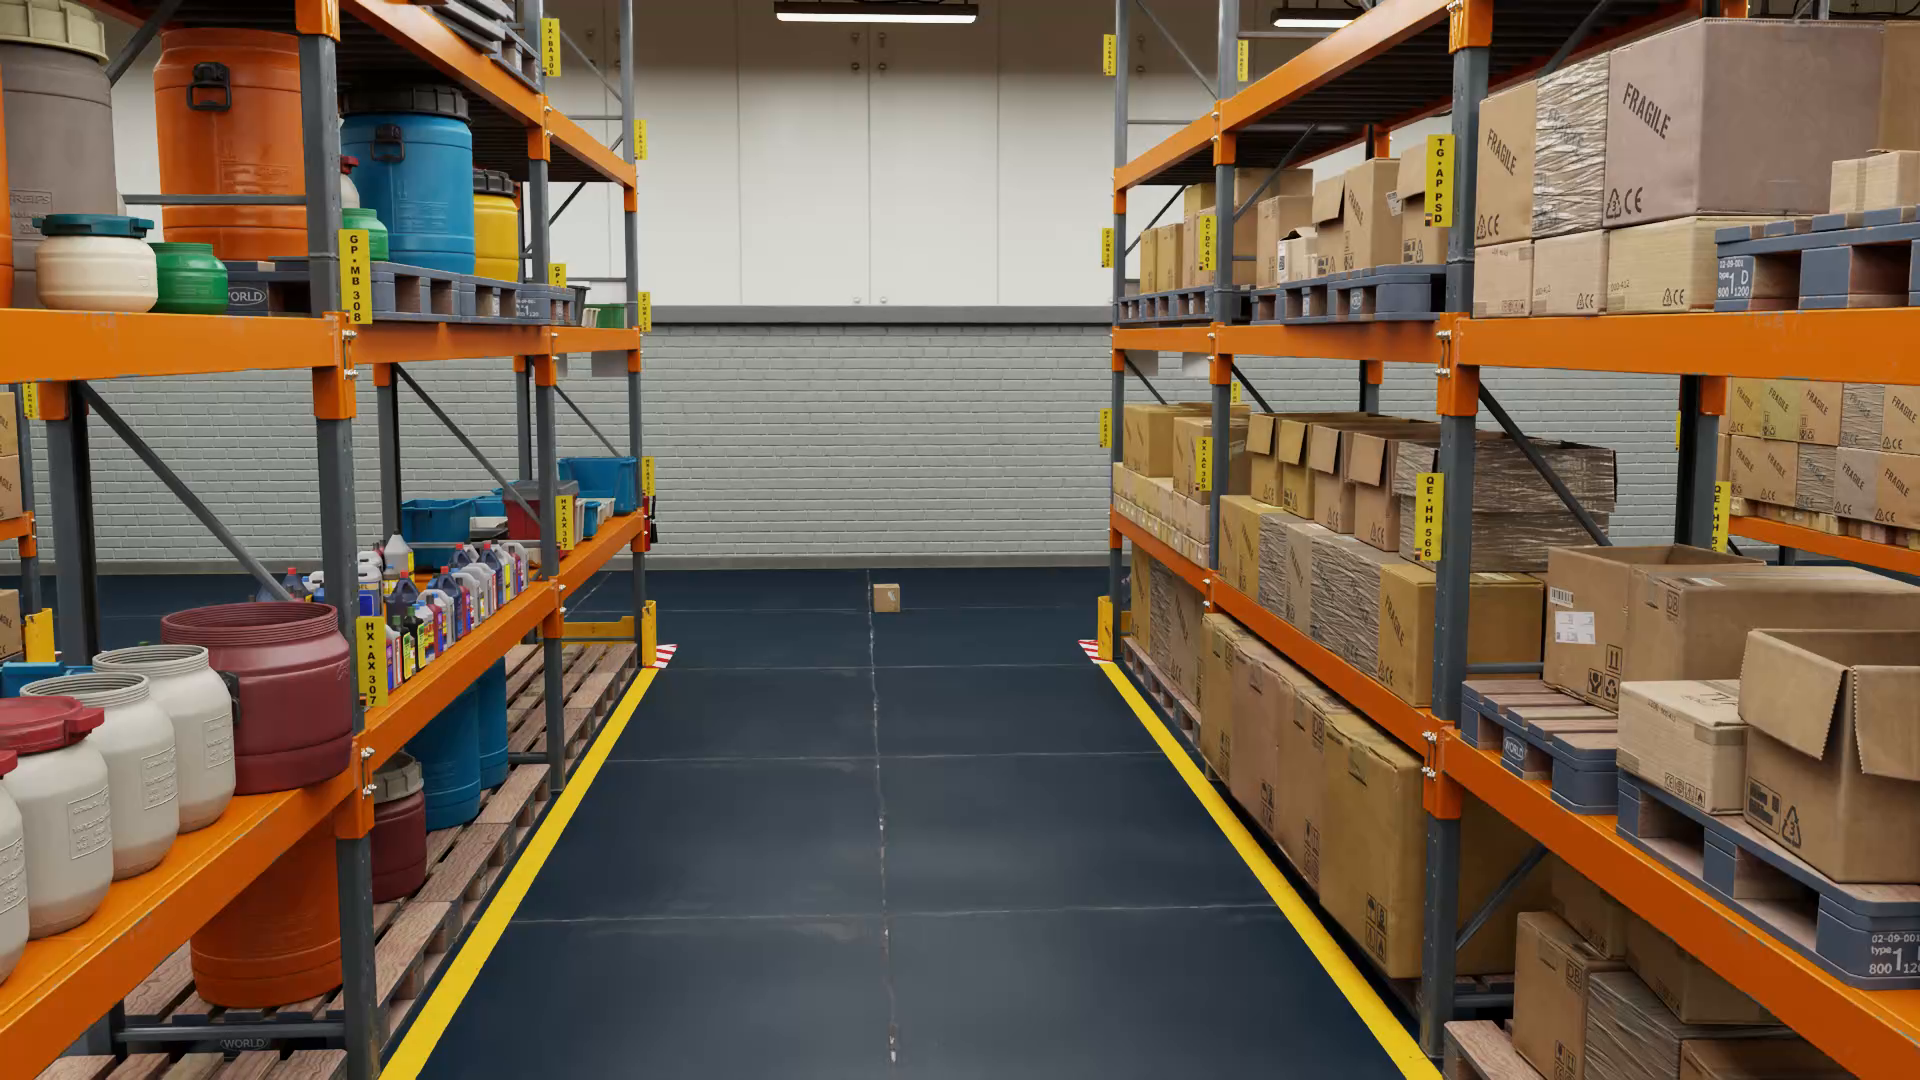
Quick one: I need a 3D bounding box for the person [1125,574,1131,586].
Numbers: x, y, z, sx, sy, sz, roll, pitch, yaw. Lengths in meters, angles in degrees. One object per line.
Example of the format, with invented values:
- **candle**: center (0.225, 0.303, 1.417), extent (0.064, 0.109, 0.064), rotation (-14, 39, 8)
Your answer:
- **person**: center (2.127, -0.150, 16.886), extent (0.859, 1.615, 0.445), rotation (0, 7, -4)
